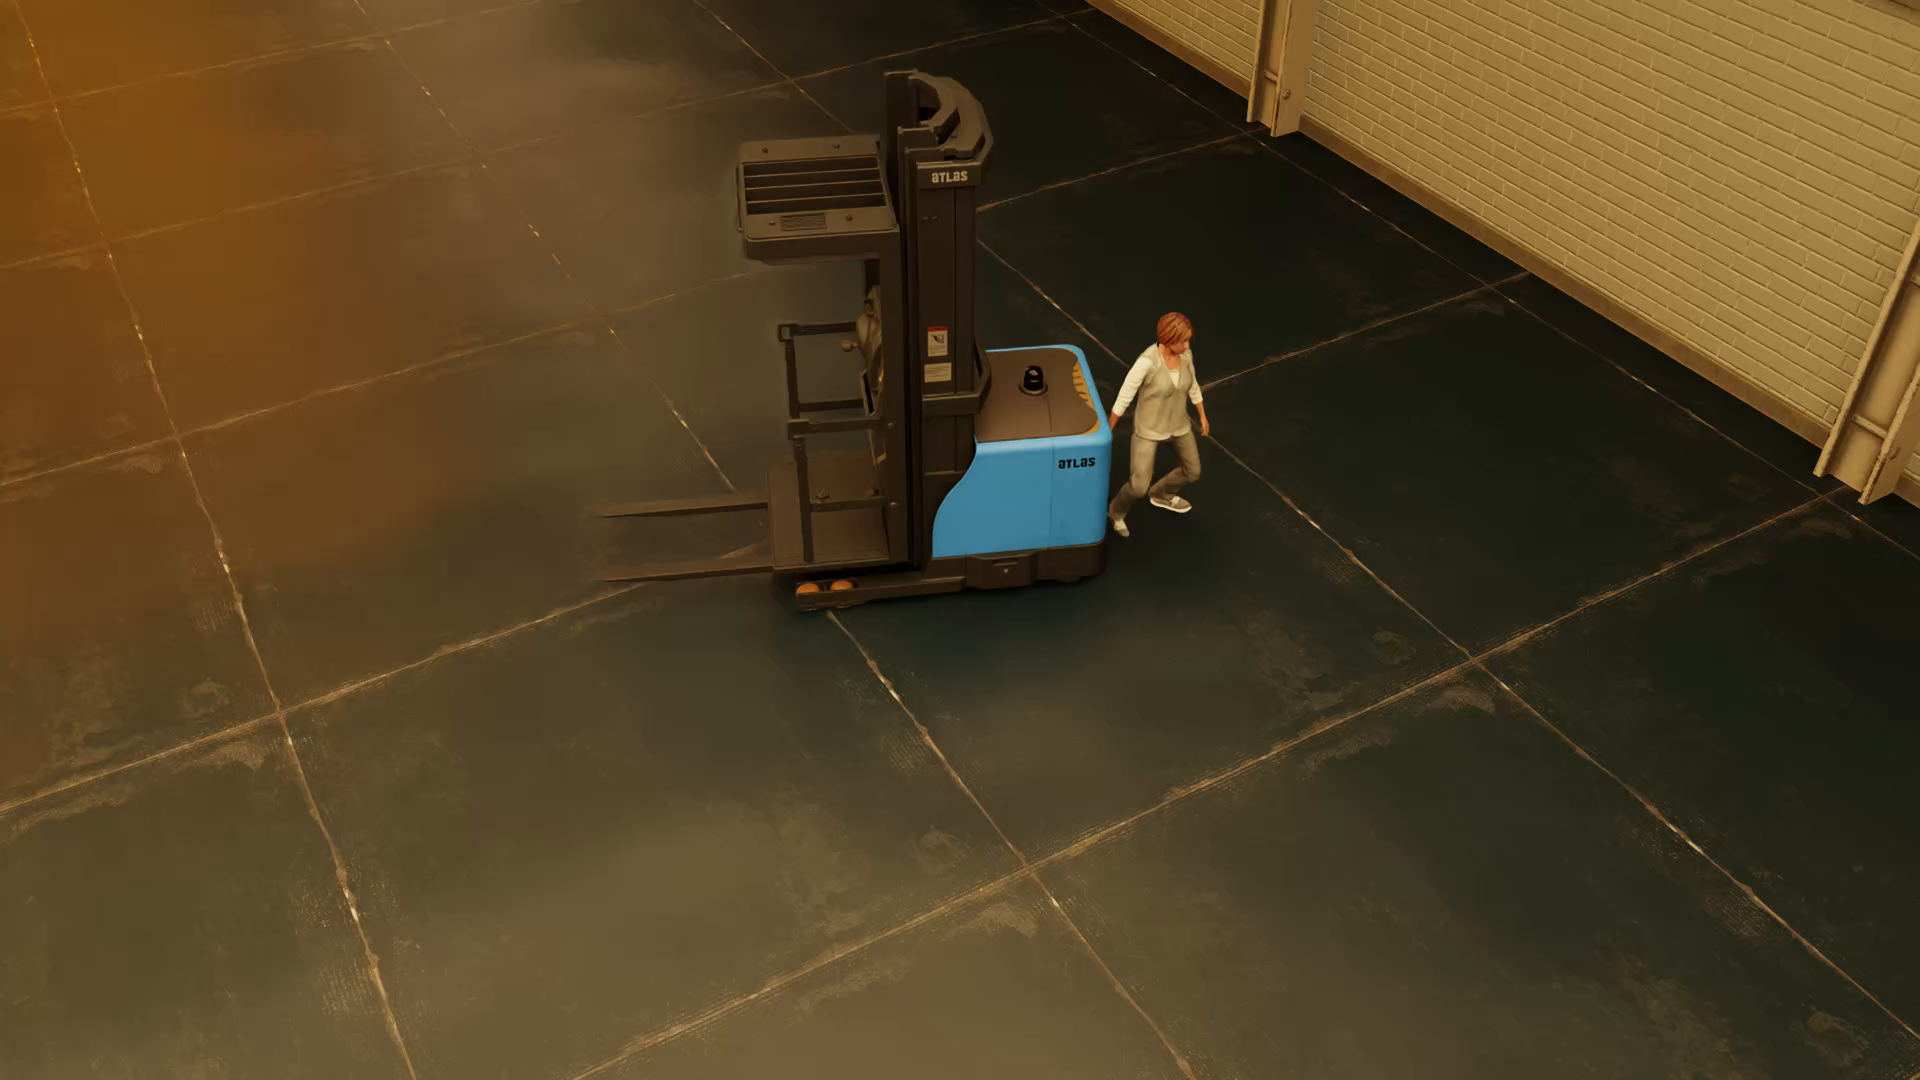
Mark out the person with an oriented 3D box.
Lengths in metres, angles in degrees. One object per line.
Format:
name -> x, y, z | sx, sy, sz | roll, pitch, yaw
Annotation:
person -> 1.153, -0.663, 9.980 | 0.683, 1.569, 0.359 | -16, 42, -19

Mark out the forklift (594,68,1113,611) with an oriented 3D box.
forklift -> -0.679, -1.068, 9.324 | 3.031, 2.935, 1.130 | -5, 40, -6
